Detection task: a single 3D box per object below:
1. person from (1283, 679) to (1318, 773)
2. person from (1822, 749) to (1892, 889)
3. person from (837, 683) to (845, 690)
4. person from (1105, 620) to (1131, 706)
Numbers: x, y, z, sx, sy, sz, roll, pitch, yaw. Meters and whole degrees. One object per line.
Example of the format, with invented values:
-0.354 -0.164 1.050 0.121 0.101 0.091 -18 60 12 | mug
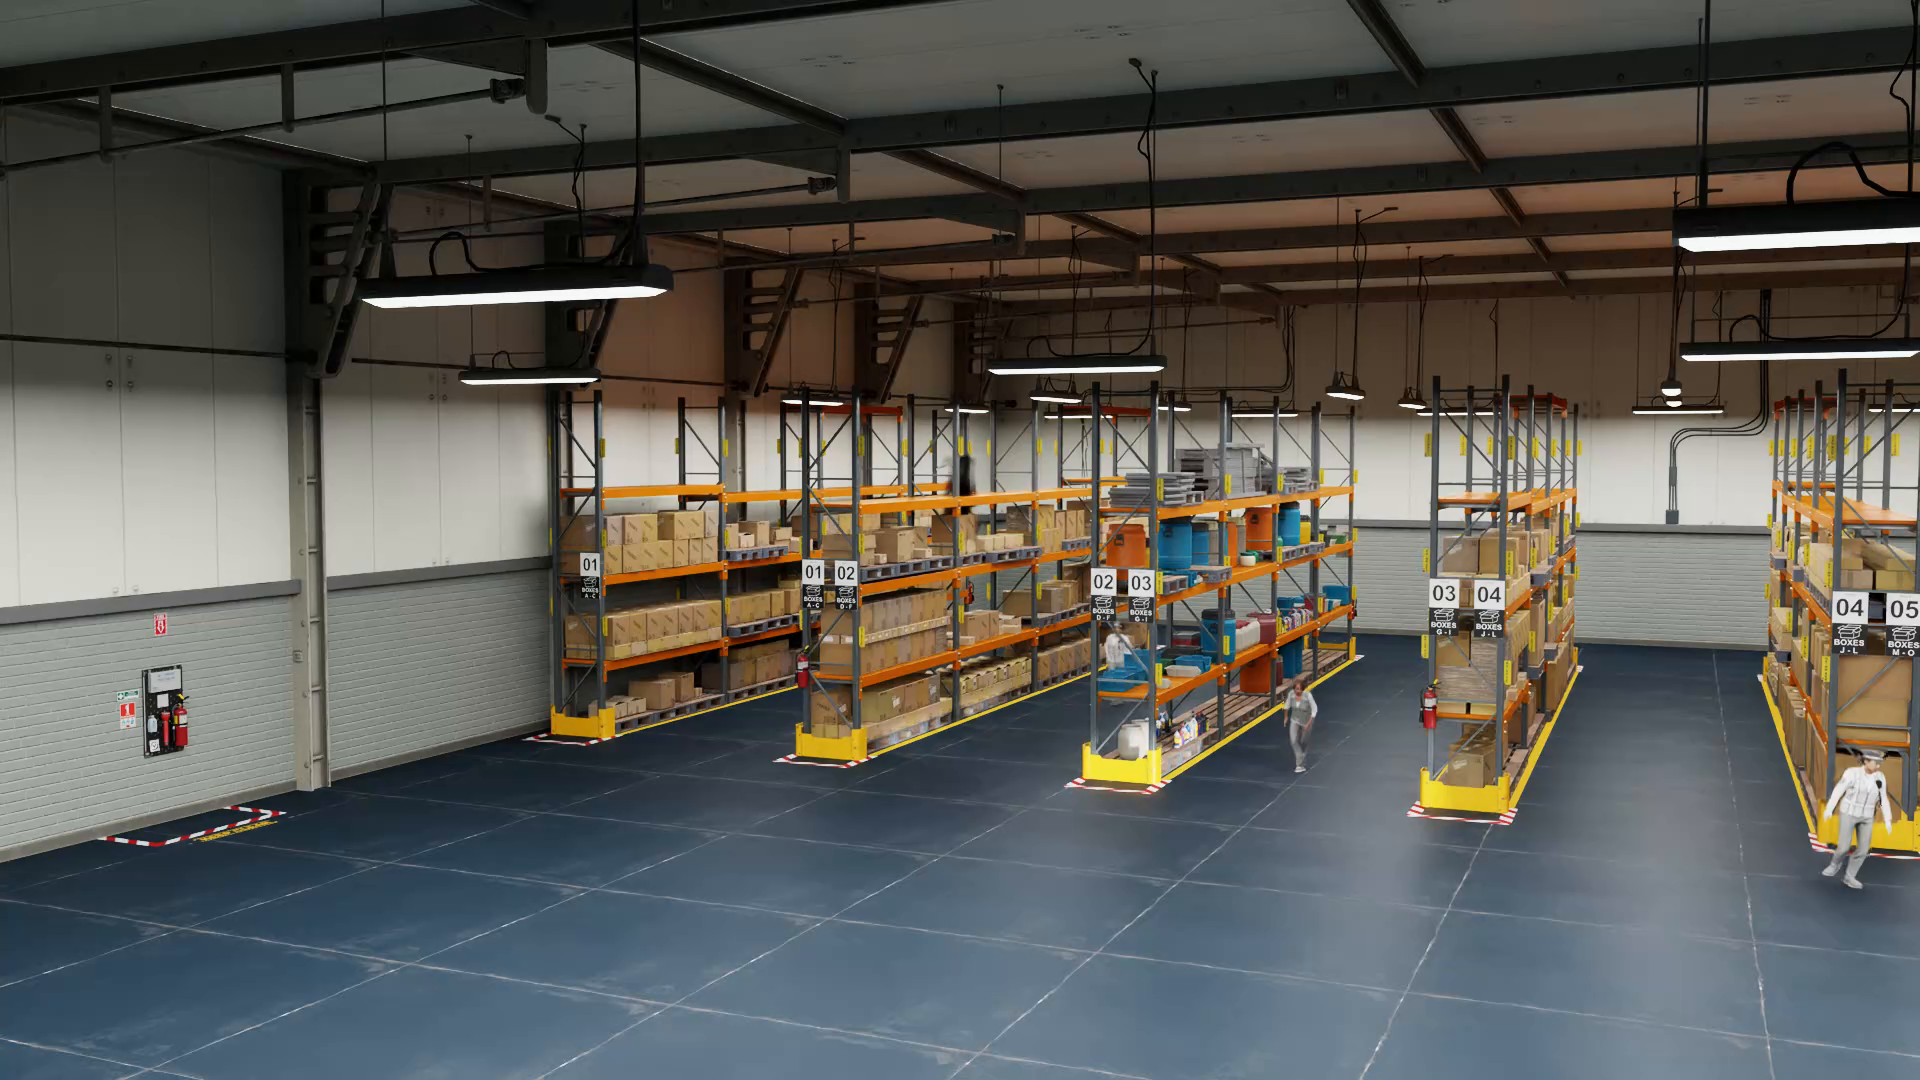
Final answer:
5.332 2.844 25.884 0.520 1.456 0.972 1 3 22 | person
10.194 3.149 18.899 0.619 1.623 0.573 0 3 1 | person
-2.391 2.347 33.139 0.645 1.656 0.693 0 3 7 | person
3.019 2.386 32.175 0.607 1.679 0.651 1 3 23 | person
